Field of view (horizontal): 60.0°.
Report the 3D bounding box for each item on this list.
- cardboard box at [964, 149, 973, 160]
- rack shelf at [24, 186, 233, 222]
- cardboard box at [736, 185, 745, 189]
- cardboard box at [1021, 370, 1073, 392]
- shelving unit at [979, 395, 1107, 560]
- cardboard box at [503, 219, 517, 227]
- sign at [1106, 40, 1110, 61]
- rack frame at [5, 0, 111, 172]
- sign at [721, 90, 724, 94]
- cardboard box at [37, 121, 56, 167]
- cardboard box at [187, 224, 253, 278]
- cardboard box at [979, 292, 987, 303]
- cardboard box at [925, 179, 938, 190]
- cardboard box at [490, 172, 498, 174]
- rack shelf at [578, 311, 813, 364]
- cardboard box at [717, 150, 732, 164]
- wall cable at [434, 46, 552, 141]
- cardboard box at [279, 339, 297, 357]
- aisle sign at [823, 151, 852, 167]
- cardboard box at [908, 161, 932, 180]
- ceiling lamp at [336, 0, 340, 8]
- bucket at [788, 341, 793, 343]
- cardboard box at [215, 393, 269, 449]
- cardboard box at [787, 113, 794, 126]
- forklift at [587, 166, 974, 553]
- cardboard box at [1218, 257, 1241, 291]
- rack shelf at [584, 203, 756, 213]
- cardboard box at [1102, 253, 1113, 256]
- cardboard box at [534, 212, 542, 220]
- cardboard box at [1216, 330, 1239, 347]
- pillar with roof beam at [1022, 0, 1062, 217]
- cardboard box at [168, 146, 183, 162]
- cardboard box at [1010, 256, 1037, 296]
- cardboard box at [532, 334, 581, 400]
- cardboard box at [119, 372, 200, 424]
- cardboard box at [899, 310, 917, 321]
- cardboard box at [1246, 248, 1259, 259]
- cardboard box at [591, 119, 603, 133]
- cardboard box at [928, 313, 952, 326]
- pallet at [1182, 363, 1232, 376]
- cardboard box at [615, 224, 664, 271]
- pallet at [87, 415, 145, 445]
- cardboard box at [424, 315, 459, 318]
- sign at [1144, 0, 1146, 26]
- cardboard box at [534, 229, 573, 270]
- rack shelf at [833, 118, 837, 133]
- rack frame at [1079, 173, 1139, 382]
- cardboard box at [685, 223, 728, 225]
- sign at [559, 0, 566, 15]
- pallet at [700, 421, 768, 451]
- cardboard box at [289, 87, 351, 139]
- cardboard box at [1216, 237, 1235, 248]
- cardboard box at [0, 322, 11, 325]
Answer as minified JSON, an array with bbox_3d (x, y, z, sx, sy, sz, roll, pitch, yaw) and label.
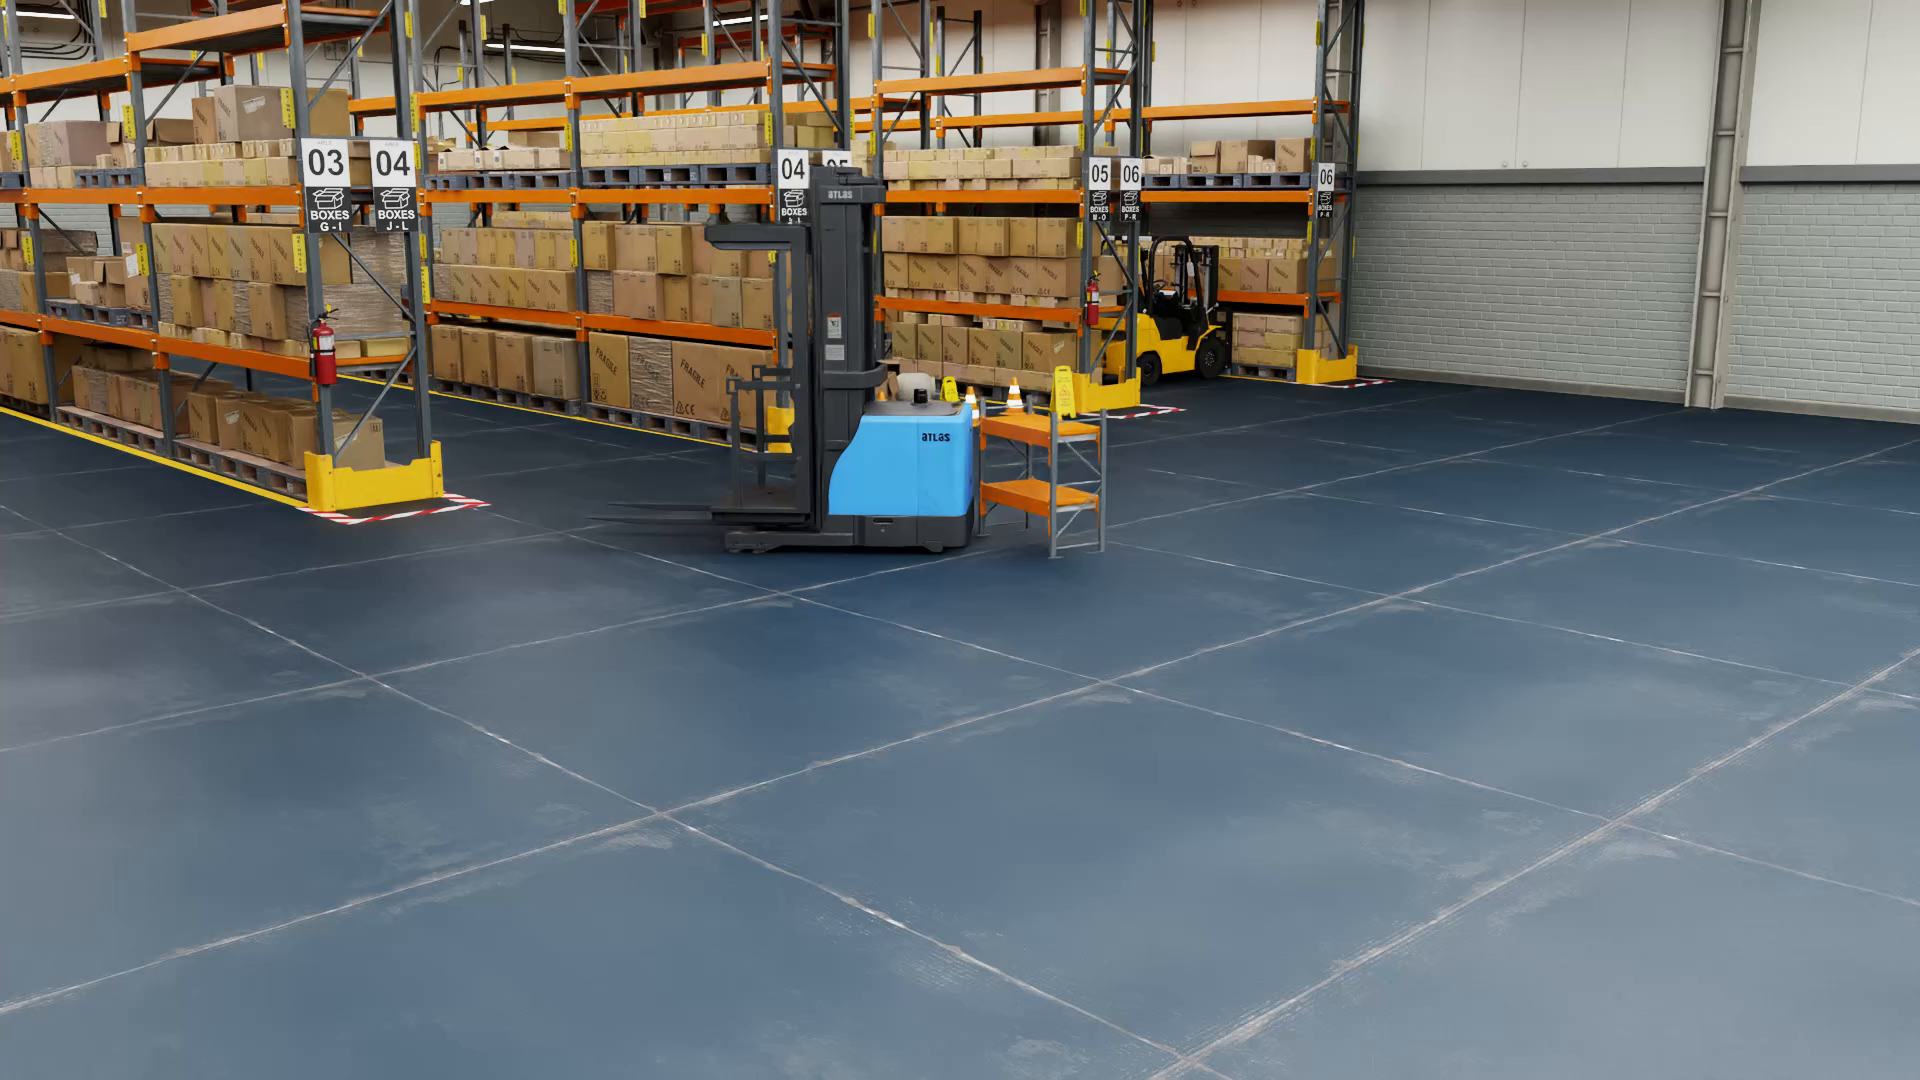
[{"bbox_3d":[0.279,-5.202,22.441,0.380,0.149,0.250,-10,16,-41],"label":"cardboard box"},{"bbox_3d":[-9.384,-3.800,18.771,1.077,0.370,4.000,-11,16,-43],"label":"rack shelf"},{"bbox_3d":[-3.327,-5.652,26.313,0.396,0.266,0.258,-11,16,-43],"label":"cardboard box"},{"bbox_3d":[1.157,-2.131,22.097,0.500,0.250,0.500,-11,16,-43],"label":"cardboard box"},{"bbox_3d":[0.638,-0.518,13.139,0.538,1.125,1.048,-7,14,-31],"label":"shelving unit"},{"bbox_3d":[-8.274,-5.804,31.424,0.500,0.500,0.500,-11,16,-43],"label":"cardboard box"},{"bbox_3d":[2.368,-7.822,26.564,0.100,0.325,0.005,-11,16,-43],"label":"sign"},{"bbox_3d":[-10.765,-5.913,19.813,1.000,3.000,0.127,-11,16,-43],"label":"rack frame"},{"bbox_3d":[-5.120,-9.764,35.793,0.100,0.325,0.005,-11,16,-43],"label":"sign"},{"bbox_3d":[-10.279,-4.559,19.186,0.500,0.500,0.500,-11,16,-42],"label":"cardboard box"},{"bbox_3d":[-7.185,-2.829,16.245,0.500,0.500,0.500,-11,16,-43],"label":"cardboard box"},{"bbox_3d":[0.472,-3.316,22.696,0.380,0.149,0.250,-11,16,-43],"label":"cardboard box"},{"bbox_3d":[-0.262,-4.930,23.095,0.380,0.149,0.250,-10,15,-41],"label":"cardboard box"},{"bbox_3d":[-8.747,-7.121,32.190,0.500,0.250,0.500,10,15,40],"label":"cardboard box"},{"bbox_3d":[-2.965,-2.423,19.524,1.077,0.370,4.000,-11,16,-43],"label":"rack shelf"},{"bbox_3d":[-2.410,-4.160,18.071,0.380,0.149,0.250,-11,16,-42],"label":"cardboard box"},{"bbox_3d":[-10.668,-9.758,38.382,2.988,3.039,0.133,-11,16,-43],"label":"wall cable"},{"bbox_3d":[-5.969,-1.763,15.159,0.380,0.149,0.250,-11,16,-43],"label":"cardboard box"},{"bbox_3d":[-1.318,-3.789,17.925,0.394,0.787,0.004,-11,16,-43],"label":"aisle sign"},{"bbox_3d":[-0.367,-5.137,23.114,0.500,0.250,0.500,-11,16,-43],"label":"cardboard box"},{"bbox_3d":[-12.730,-11.375,31.855,2.000,3.185,0.800,-11,16,-43],"label":"ceiling lamp"},{"bbox_3d":[-2.584,-2.510,22.508,0.726,0.611,0.620,-5,3,-23],"label":"bucket"},{"bbox_3d":[-7.355,-1.226,17.084,0.500,0.500,0.500,-5,13,-25],"label":"cardboard box"},{"bbox_3d":[-1.756,-4.605,18.254,0.380,0.149,0.250,-11,16,-42],"label":"cardboard box"},{"bbox_3d":[-1.424,-1.438,13.128,3.031,2.935,1.130,1,12,4],"label":"forklift"},{"bbox_3d":[4.279,-4.117,25.711,0.500,0.500,0.500,-11,16,-44],"label":"cardboard box"},{"bbox_3d":[-4.979,-5.765,28.308,1.077,0.370,4.000,-11,16,-43],"label":"rack shelf"},{"bbox_3d":[2.228,-4.672,27.787,0.500,0.250,0.500,-11,16,-44],"label":"cardboard box"},{"bbox_3d":[-7.640,-5.992,30.729,0.380,0.149,0.250,-11,16,-44],"label":"cardboard box"},{"bbox_3d":[4.242,-3.159,25.846,0.500,0.250,0.500,-11,16,-44],"label":"cardboard box"},{"bbox_3d":[-1.572,-7.322,26.650,9.100,9.000,0.548,-11,16,-43],"label":"pillar with roof beam"},{"bbox_3d":[-7.596,-3.820,16.468,0.380,0.149,0.250,-11,16,-42],"label":"cardboard box"},{"bbox_3d":[1.010,-3.498,21.970,0.500,0.500,0.500,-11,16,-42],"label":"cardboard box"},{"bbox_3d":[-4.840,-2.250,21.431,1.050,0.750,0.750,-11,16,-43],"label":"cardboard box"},{"bbox_3d":[-9.114,-1.629,18.989,0.500,0.500,0.700,10,15,40],"label":"cardboard box"},{"bbox_3d":[-0.796,-4.136,31.207,0.500,0.500,0.500,-11,16,-43],"label":"cardboard box"},{"bbox_3d":[4.576,-4.376,25.364,0.380,0.149,0.250,-11,16,-43],"label":"cardboard box"},{"bbox_3d":[-4.163,-4.921,19.790,0.380,0.149,0.250,-11,16,-43],"label":"cardboard box"},{"bbox_3d":[-0.224,-3.091,23.289,0.380,0.149,0.250,-10,15,-40],"label":"cardboard box"},{"bbox_3d":[4.117,-2.799,26.473,1.003,0.211,1.213,-11,16,-43],"label":"pallet"},{"bbox_3d":[-3.652,-3.547,20.148,0.875,0.550,0.550,-11,16,-43],"label":"cardboard box"},{"bbox_3d":[-9.388,-1.317,19.281,1.003,0.211,1.213,-11,16,-43],"label":"pallet"},{"bbox_3d":[-7.760,-3.209,24.847,0.500,0.250,0.500,-11,16,-43],"label":"cardboard box"},{"bbox_3d":[2.319,-6.699,21.113,0.100,0.325,0.005,-11,16,-43],"label":"sign"},{"bbox_3d":[-5.050,-3.753,21.468,0.700,0.500,0.500,-11,16,-43],"label":"cardboard box"},{"bbox_3d":[-4.154,-8.508,34.199,1.077,0.370,4.000,-11,16,-43],"label":"rack shelf"},{"bbox_3d":[1.927,-3.188,21.454,1.000,3.000,0.127,-11,16,-43],"label":"rack frame"},{"bbox_3d":[-4.144,-4.934,27.199,0.500,0.500,0.500,11,16,44],"label":"cardboard box"},{"bbox_3d":[-4.730,-6.425,19.785,0.100,0.325,0.005,-11,16,-43],"label":"sign"},{"bbox_3d":[-2.192,-1.224,18.829,1.003,0.211,1.213,-11,16,-43],"label":"pallet"},{"bbox_3d":[-6.071,-3.970,15.592,0.500,0.500,0.500,-11,16,-43],"label":"cardboard box"},{"bbox_3d":[4.160,-4.588,25.656,0.380,0.149,0.250,-10,16,-41],"label":"cardboard box"},{"bbox_3d":[-12.454,-2.503,22.351,0.875,0.875,1.225,11,16,43],"label":"cardboard box"}]
